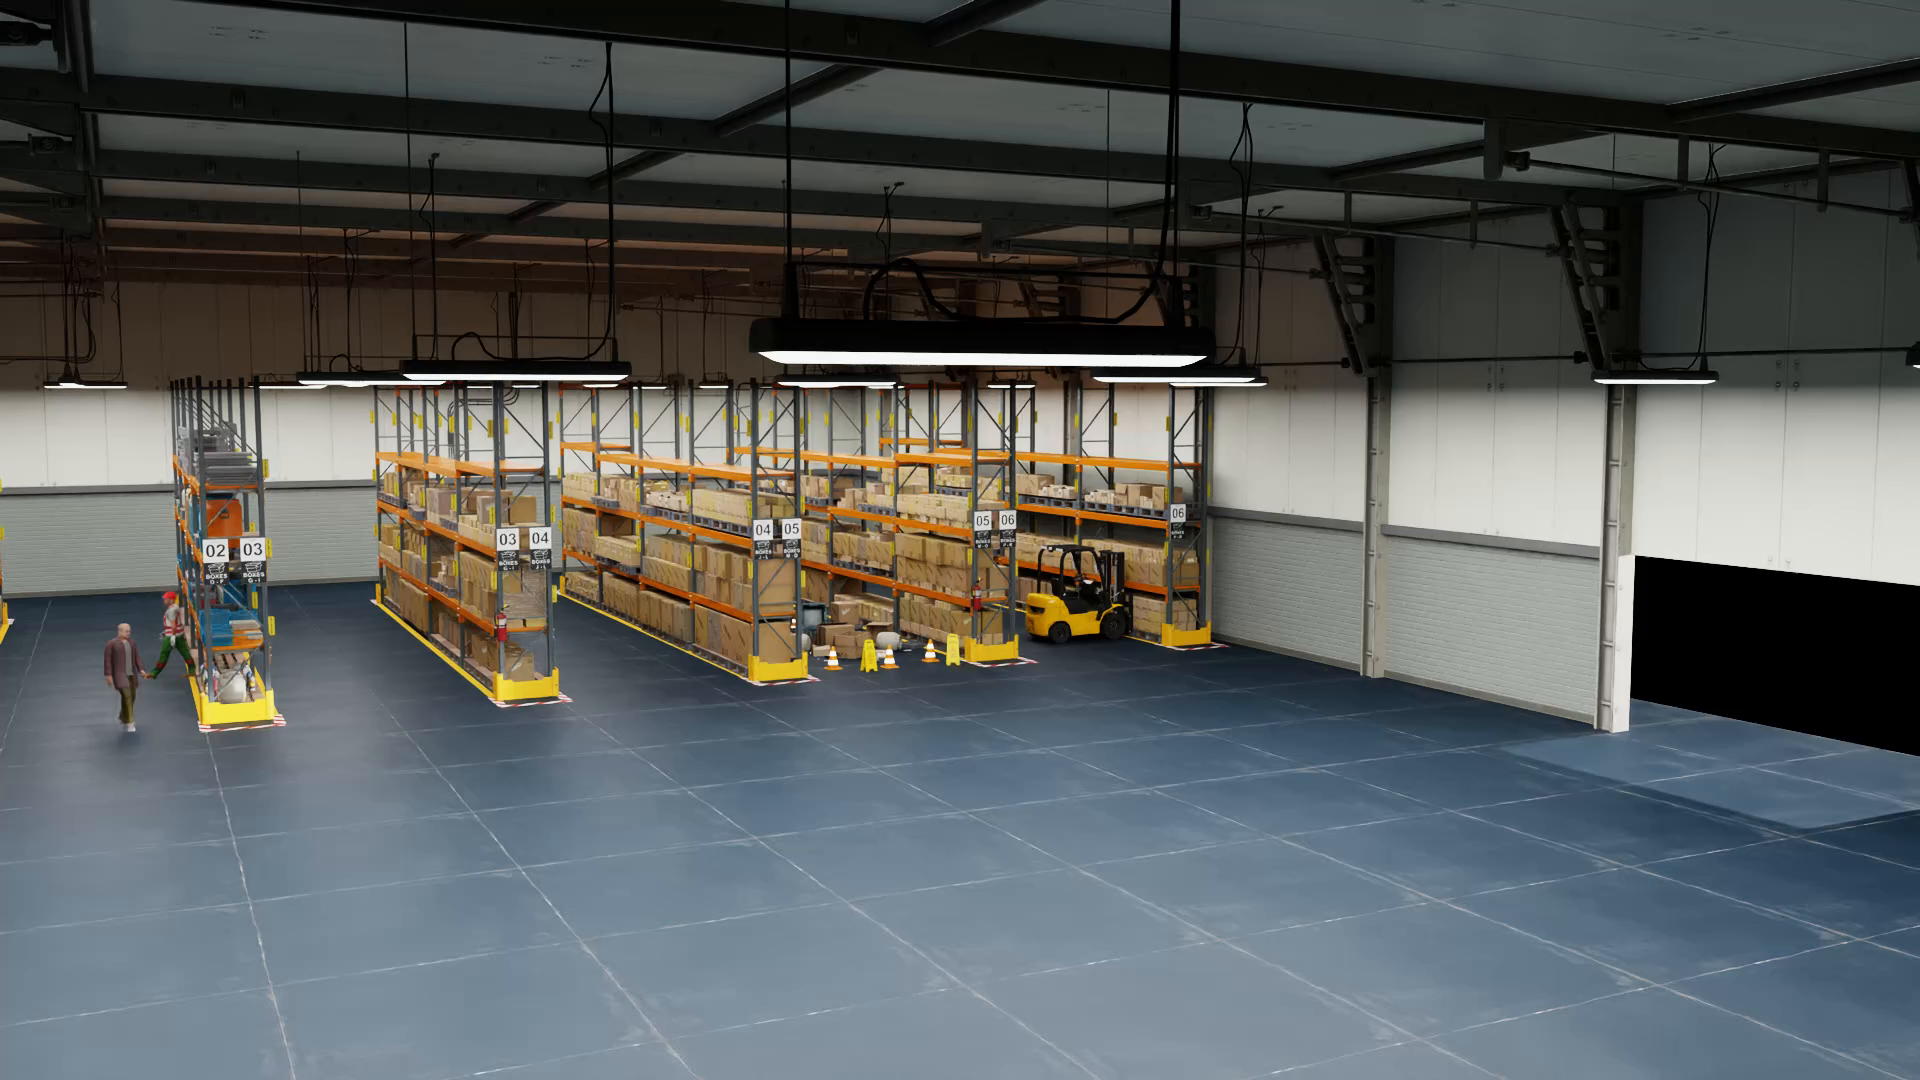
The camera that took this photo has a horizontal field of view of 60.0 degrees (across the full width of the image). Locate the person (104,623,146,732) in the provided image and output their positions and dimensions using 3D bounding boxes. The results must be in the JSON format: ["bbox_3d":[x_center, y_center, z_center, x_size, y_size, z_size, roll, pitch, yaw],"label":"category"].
[{"bbox_3d":[-14.184,2.346,28.326,0.647,1.841,0.611,2,6,23],"label":"person"}]

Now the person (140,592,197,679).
[{"bbox_3d":[-15.701,1.887,32.982,1.002,1.732,0.563,0,5,-5],"label":"person"}]
